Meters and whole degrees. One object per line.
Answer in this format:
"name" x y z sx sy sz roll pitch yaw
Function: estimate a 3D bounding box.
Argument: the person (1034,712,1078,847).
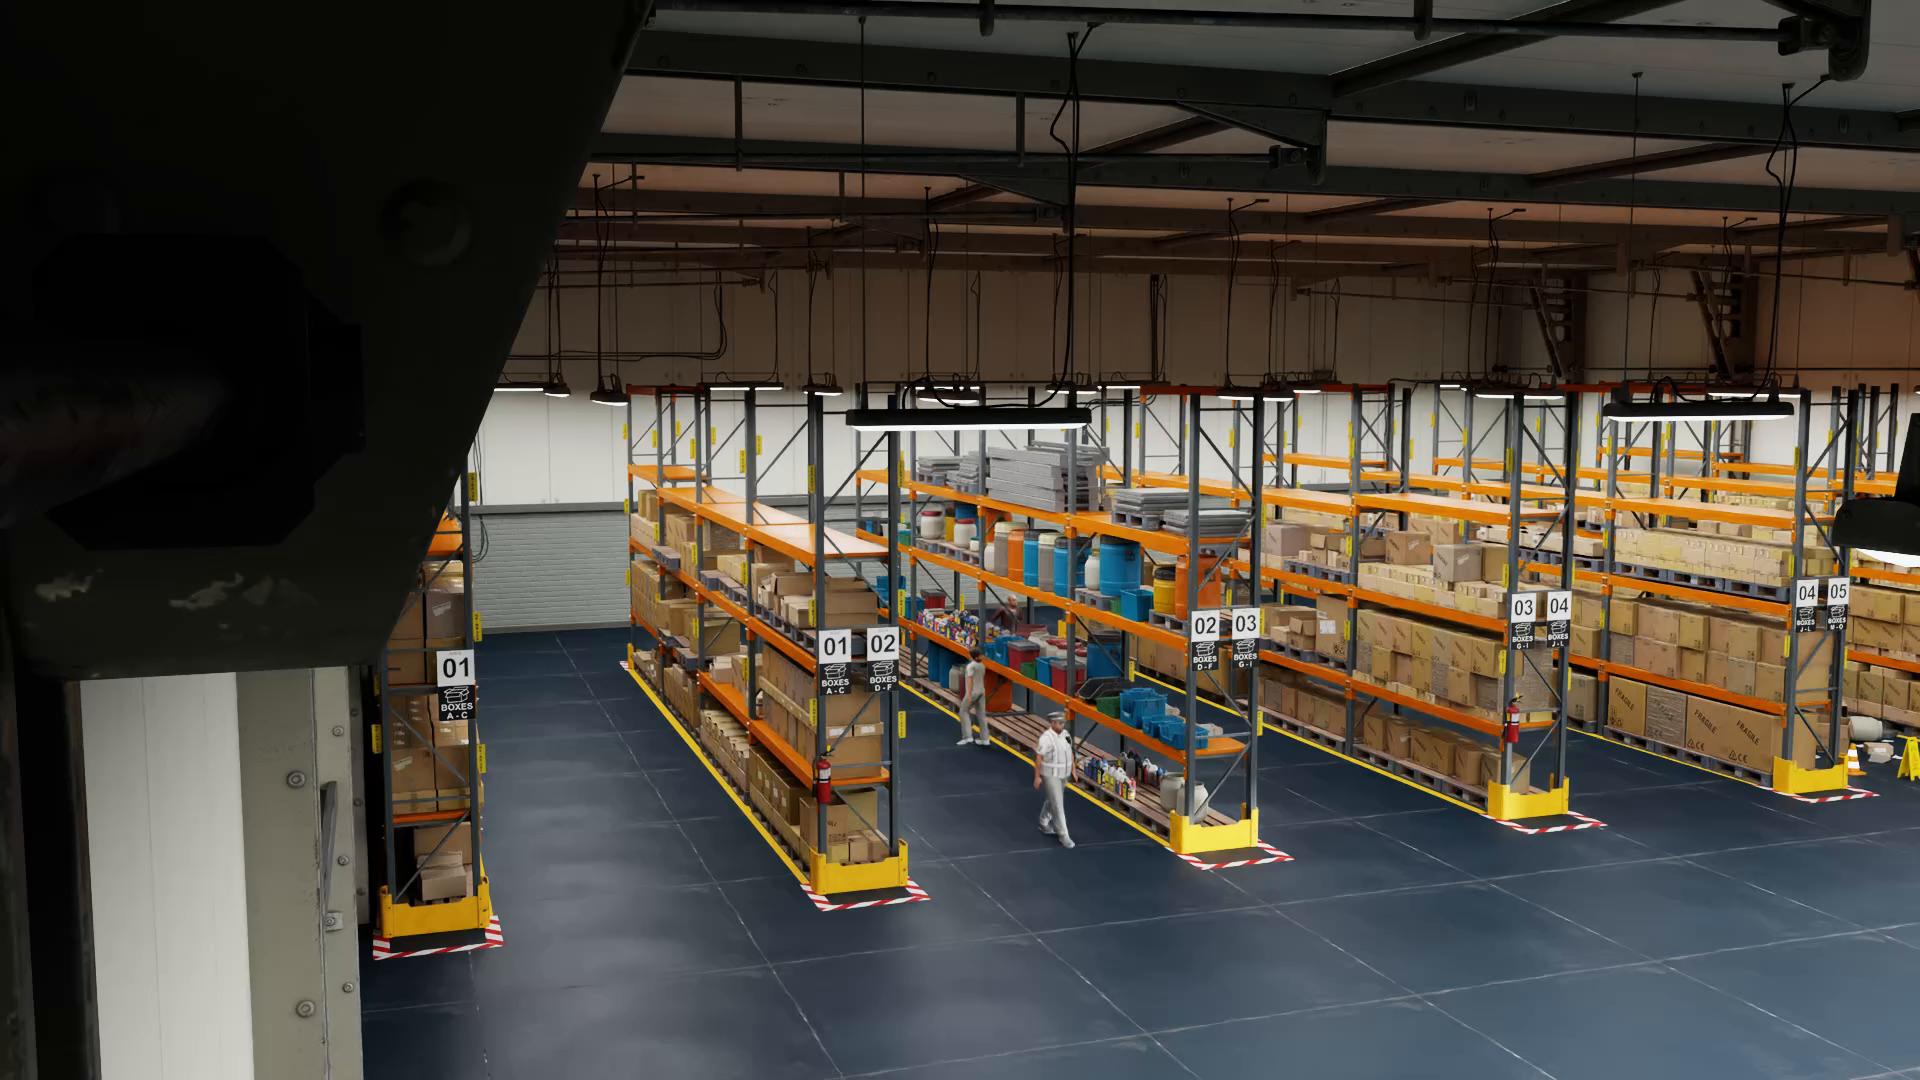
"person" 1.331 3.153 22.314 0.902 1.720 0.587 5 8 42

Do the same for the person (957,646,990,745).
"person" 0.282 2.633 27.961 0.564 1.695 0.481 5 8 40

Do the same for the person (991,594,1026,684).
"person" 0.975 1.974 33.742 0.728 1.789 0.893 -5 8 -40
